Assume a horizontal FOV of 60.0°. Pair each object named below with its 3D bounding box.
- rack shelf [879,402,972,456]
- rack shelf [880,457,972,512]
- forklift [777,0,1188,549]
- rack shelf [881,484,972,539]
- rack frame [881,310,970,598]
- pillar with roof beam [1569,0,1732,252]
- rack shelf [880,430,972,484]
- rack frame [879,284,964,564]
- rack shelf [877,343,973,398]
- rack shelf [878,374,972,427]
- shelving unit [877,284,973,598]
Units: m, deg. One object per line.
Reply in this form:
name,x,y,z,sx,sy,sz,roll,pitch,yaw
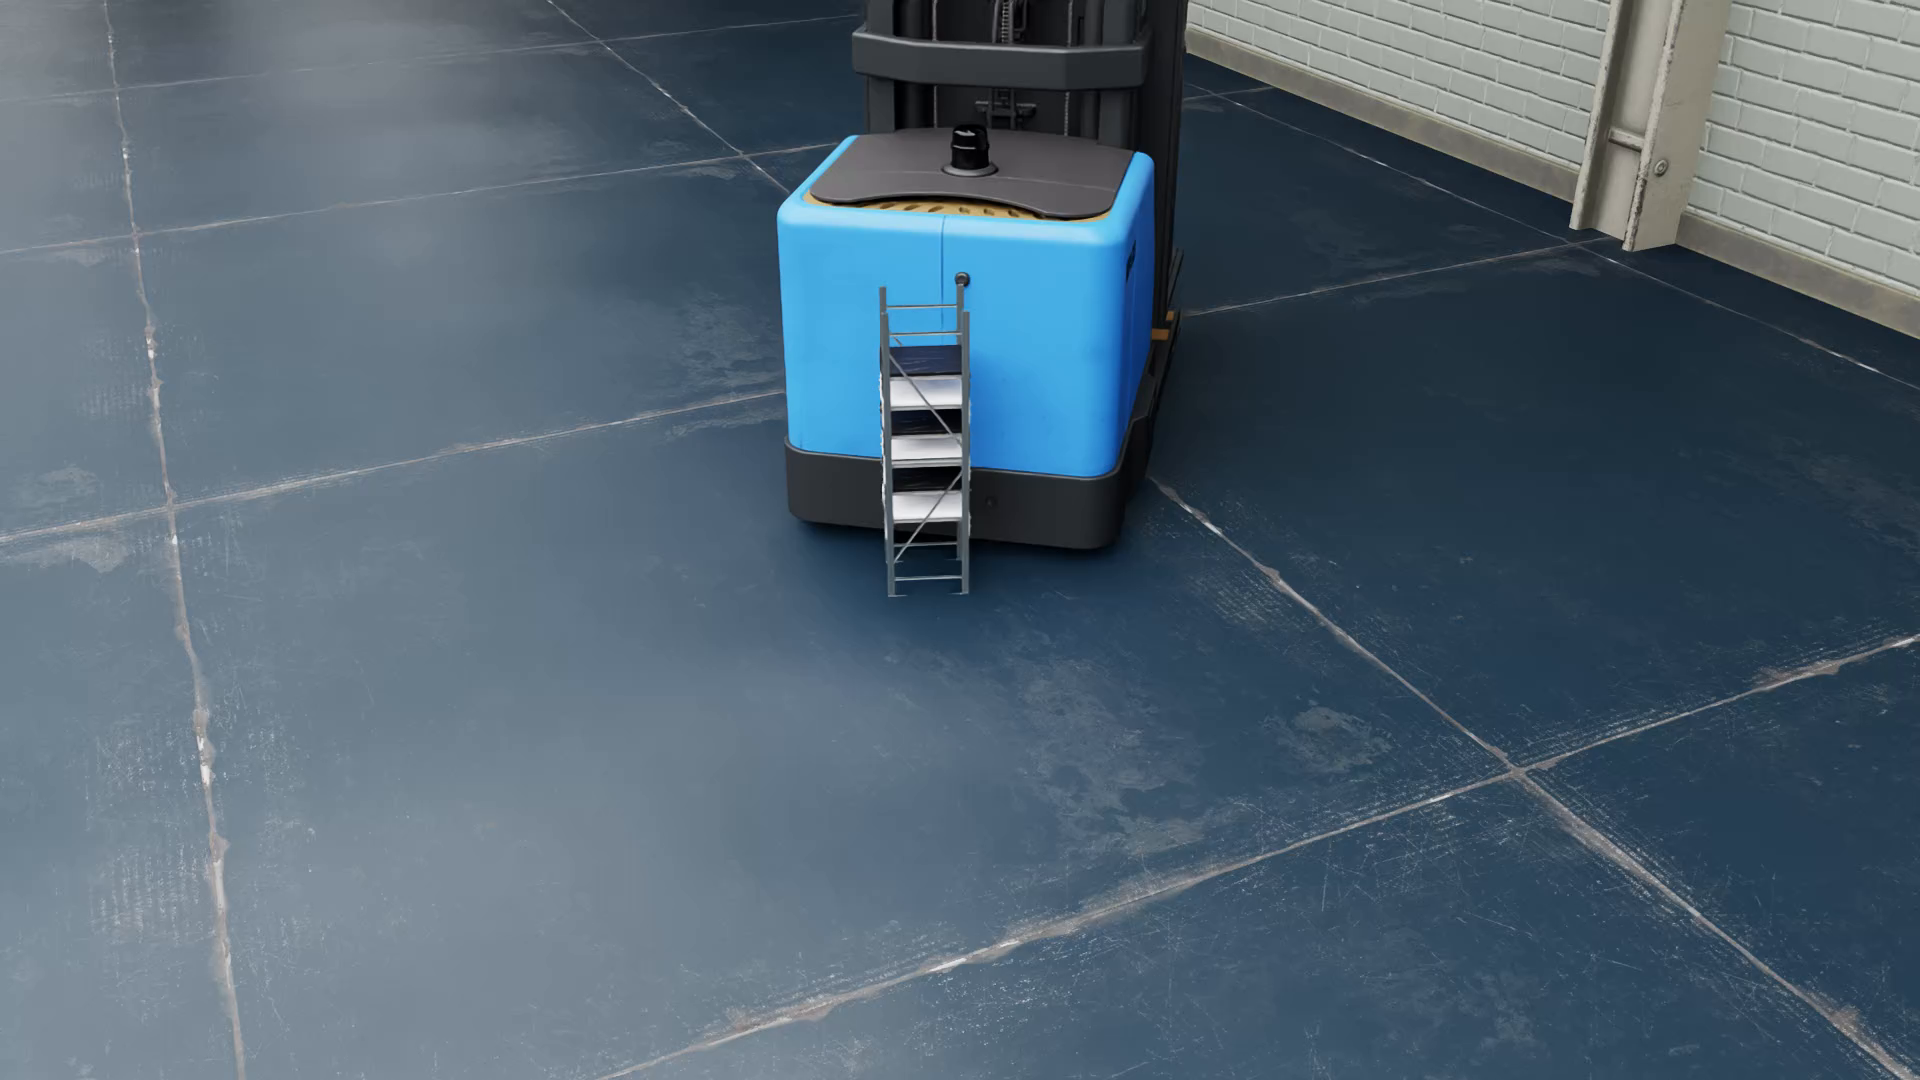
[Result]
rack shelf,-0.101,-0.325,4.794,0.258,0.077,0.200,-2,29,-4
rack shelf,-0.101,-0.168,4.882,0.258,0.077,0.200,-2,29,-4
forklift,0.259,-1.954,5.738,1.130,2.935,3.031,6,30,10
rack shelf,-0.101,-0.090,4.926,0.258,0.077,0.200,-2,29,-4
rack frame,-0.094,-0.226,4.733,0.240,0.900,0.006,-2,29,-4
pillar with roof beam,-0.772,-4.457,3.998,9.100,9.000,0.400,-13,32,-22
rack shelf,-0.101,-0.247,4.838,0.258,0.077,0.200,-2,29,-4
rack frame,-0.109,-0.325,4.910,0.240,0.900,0.006,-2,29,-4
rack shelf,-0.101,-0.482,4.706,0.258,0.077,0.200,-2,29,-4
rack shelf,-0.101,-0.404,4.750,0.258,0.077,0.200,-2,29,-4
shelving unit,-0.101,-0.276,4.822,0.258,0.900,0.210,-2,29,-4
